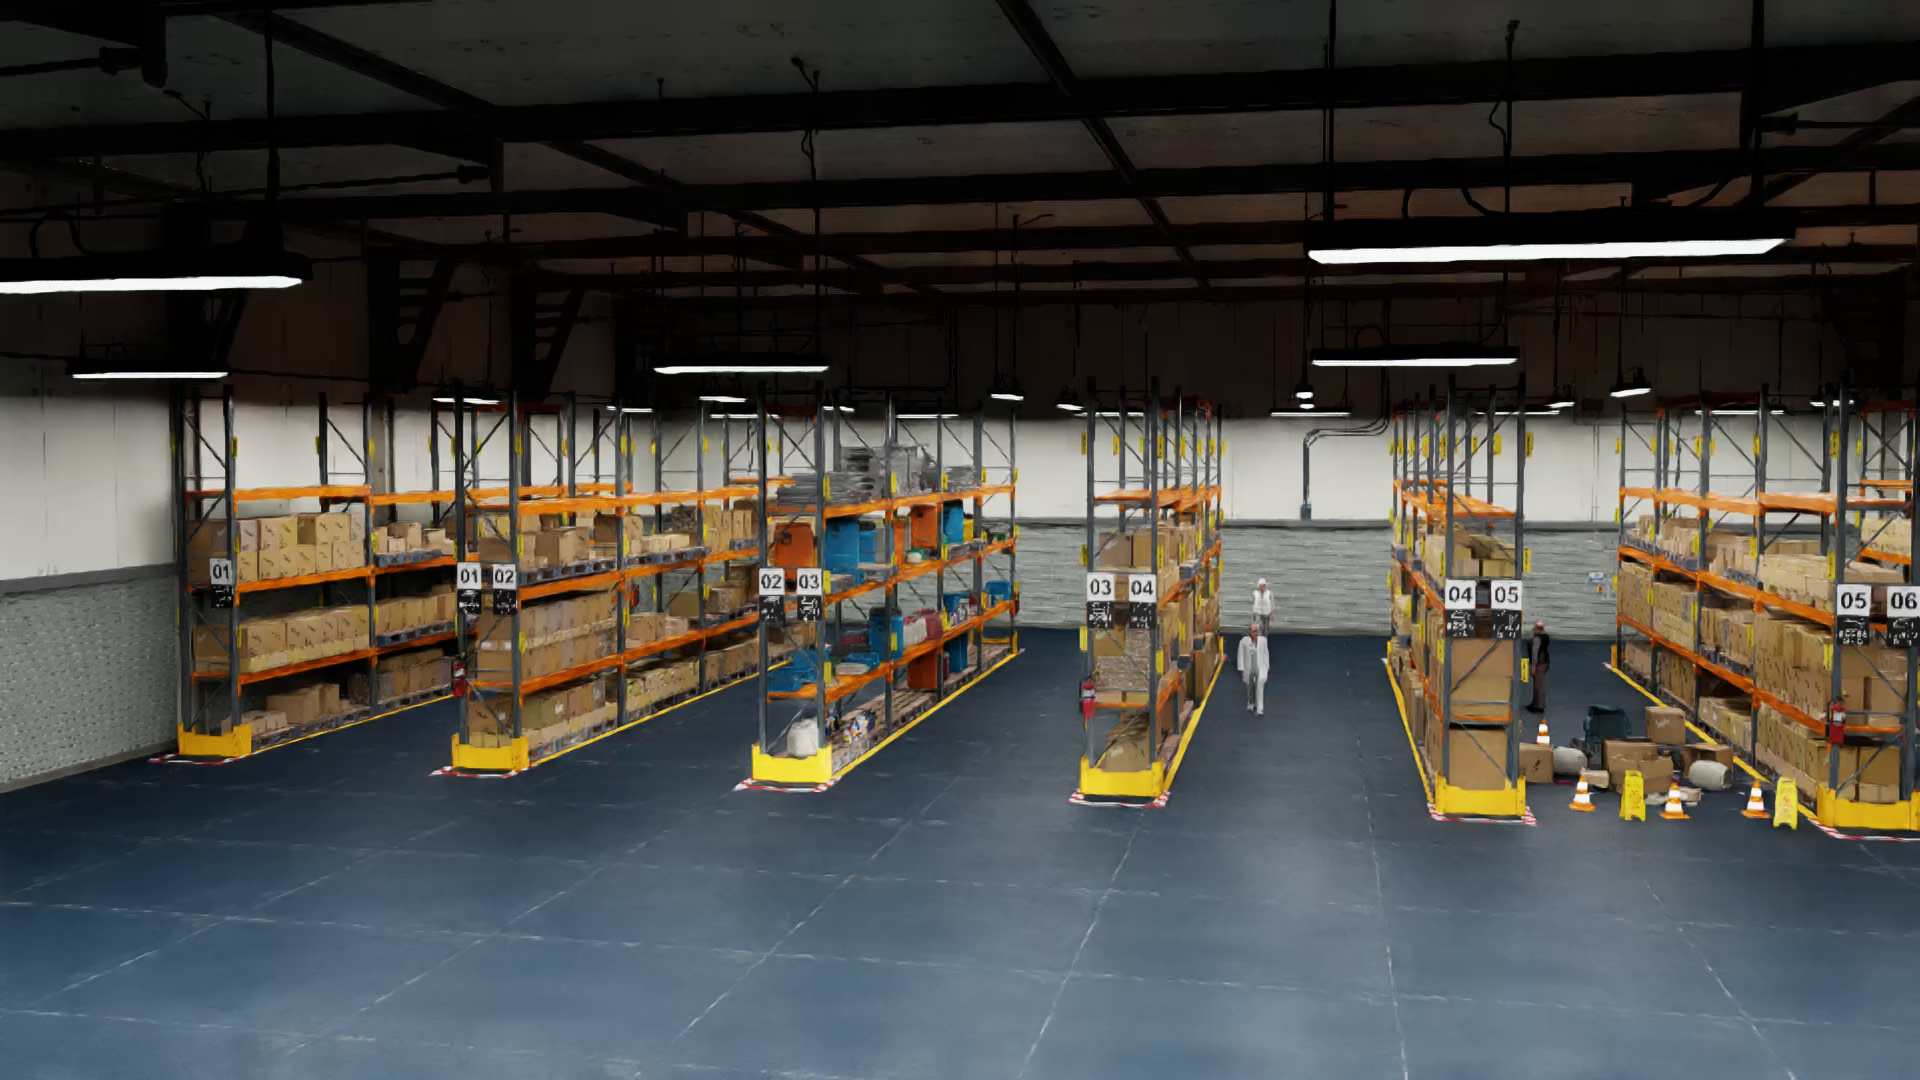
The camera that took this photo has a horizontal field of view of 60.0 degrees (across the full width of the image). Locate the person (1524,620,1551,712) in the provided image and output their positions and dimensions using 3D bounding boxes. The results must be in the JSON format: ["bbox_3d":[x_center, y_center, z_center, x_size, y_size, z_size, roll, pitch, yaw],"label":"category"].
[{"bbox_3d":[10.897,2.372,31.458,0.494,1.717,0.578,3,4,42],"label":"person"}]

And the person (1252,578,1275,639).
[{"bbox_3d":[7.609,1.809,41.701,0.553,1.725,1.030,1,3,11],"label":"person"}]

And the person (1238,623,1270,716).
[{"bbox_3d":[5.483,2.395,31.074,0.598,1.698,1.193,1,3,14],"label":"person"}]

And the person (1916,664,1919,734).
[{"bbox_3d":[16.629,2.549,28.615,0.580,1.666,0.572,2,4,37],"label":"person"}]
